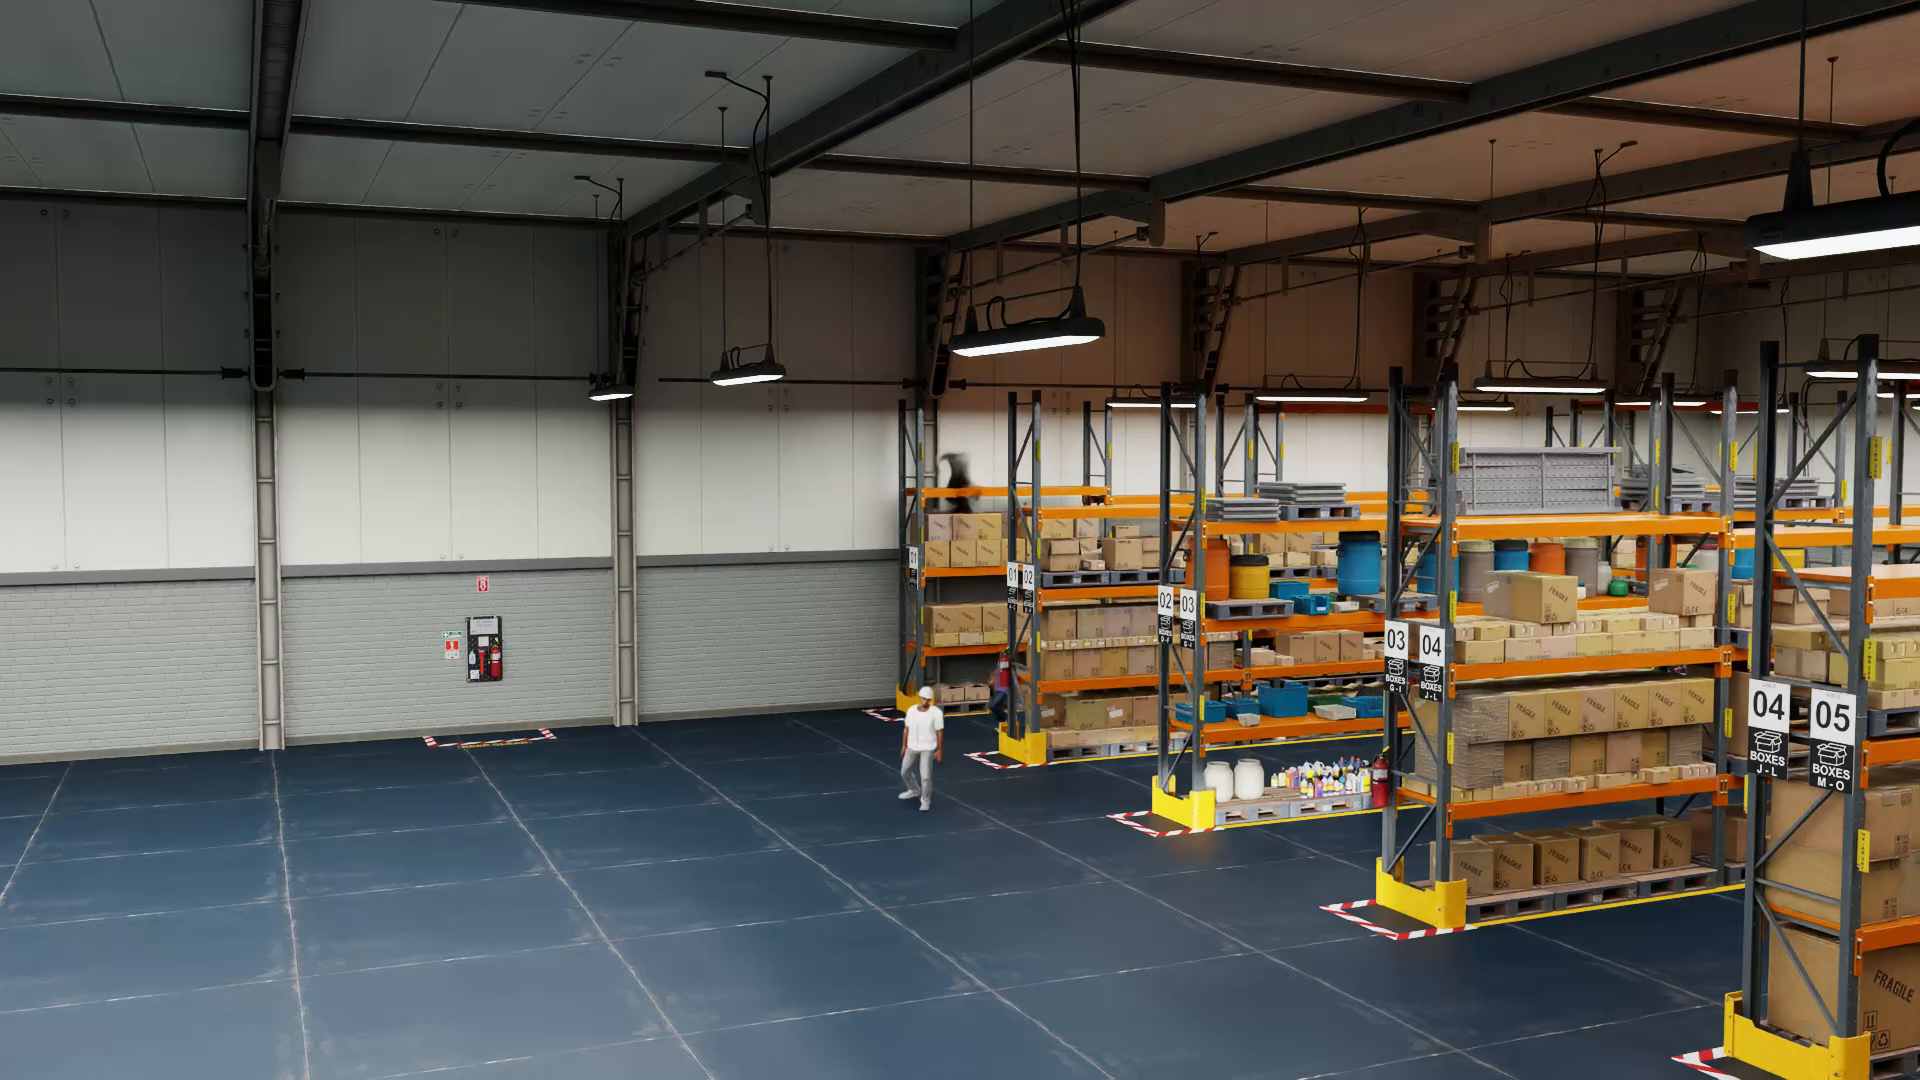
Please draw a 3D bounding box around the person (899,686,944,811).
[{"bbox_3d":[-0.566,2.911,23.420,0.763,1.757,0.514,1,4,24],"label":"person"}]

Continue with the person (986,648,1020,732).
[{"bbox_3d":[0.753,2.665,29.381,0.547,1.539,0.608,-2,4,-29],"label":"person"}]
